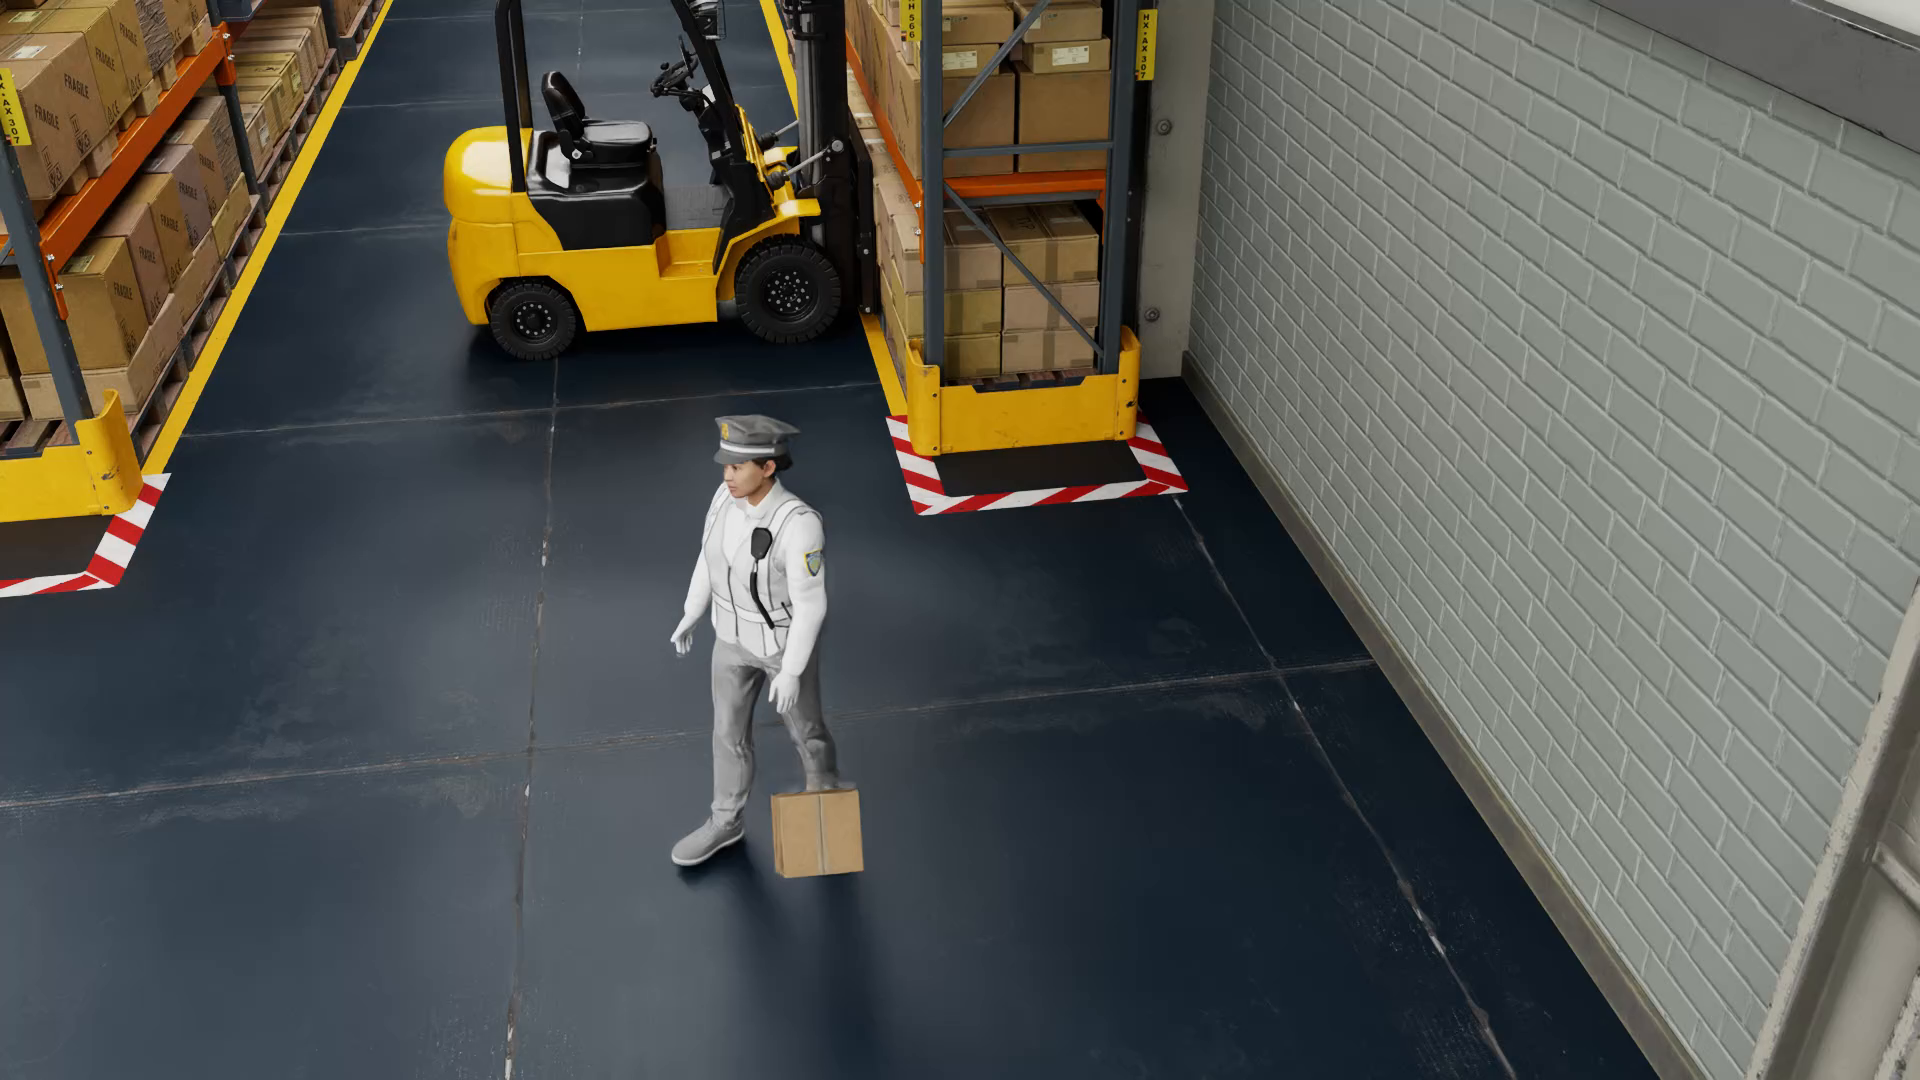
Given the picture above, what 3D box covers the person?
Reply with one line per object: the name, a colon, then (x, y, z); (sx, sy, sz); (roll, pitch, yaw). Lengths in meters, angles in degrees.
person: (-0.700, 0.347, 5.509); (0.601, 1.672, 0.597); (21, 37, 31)
